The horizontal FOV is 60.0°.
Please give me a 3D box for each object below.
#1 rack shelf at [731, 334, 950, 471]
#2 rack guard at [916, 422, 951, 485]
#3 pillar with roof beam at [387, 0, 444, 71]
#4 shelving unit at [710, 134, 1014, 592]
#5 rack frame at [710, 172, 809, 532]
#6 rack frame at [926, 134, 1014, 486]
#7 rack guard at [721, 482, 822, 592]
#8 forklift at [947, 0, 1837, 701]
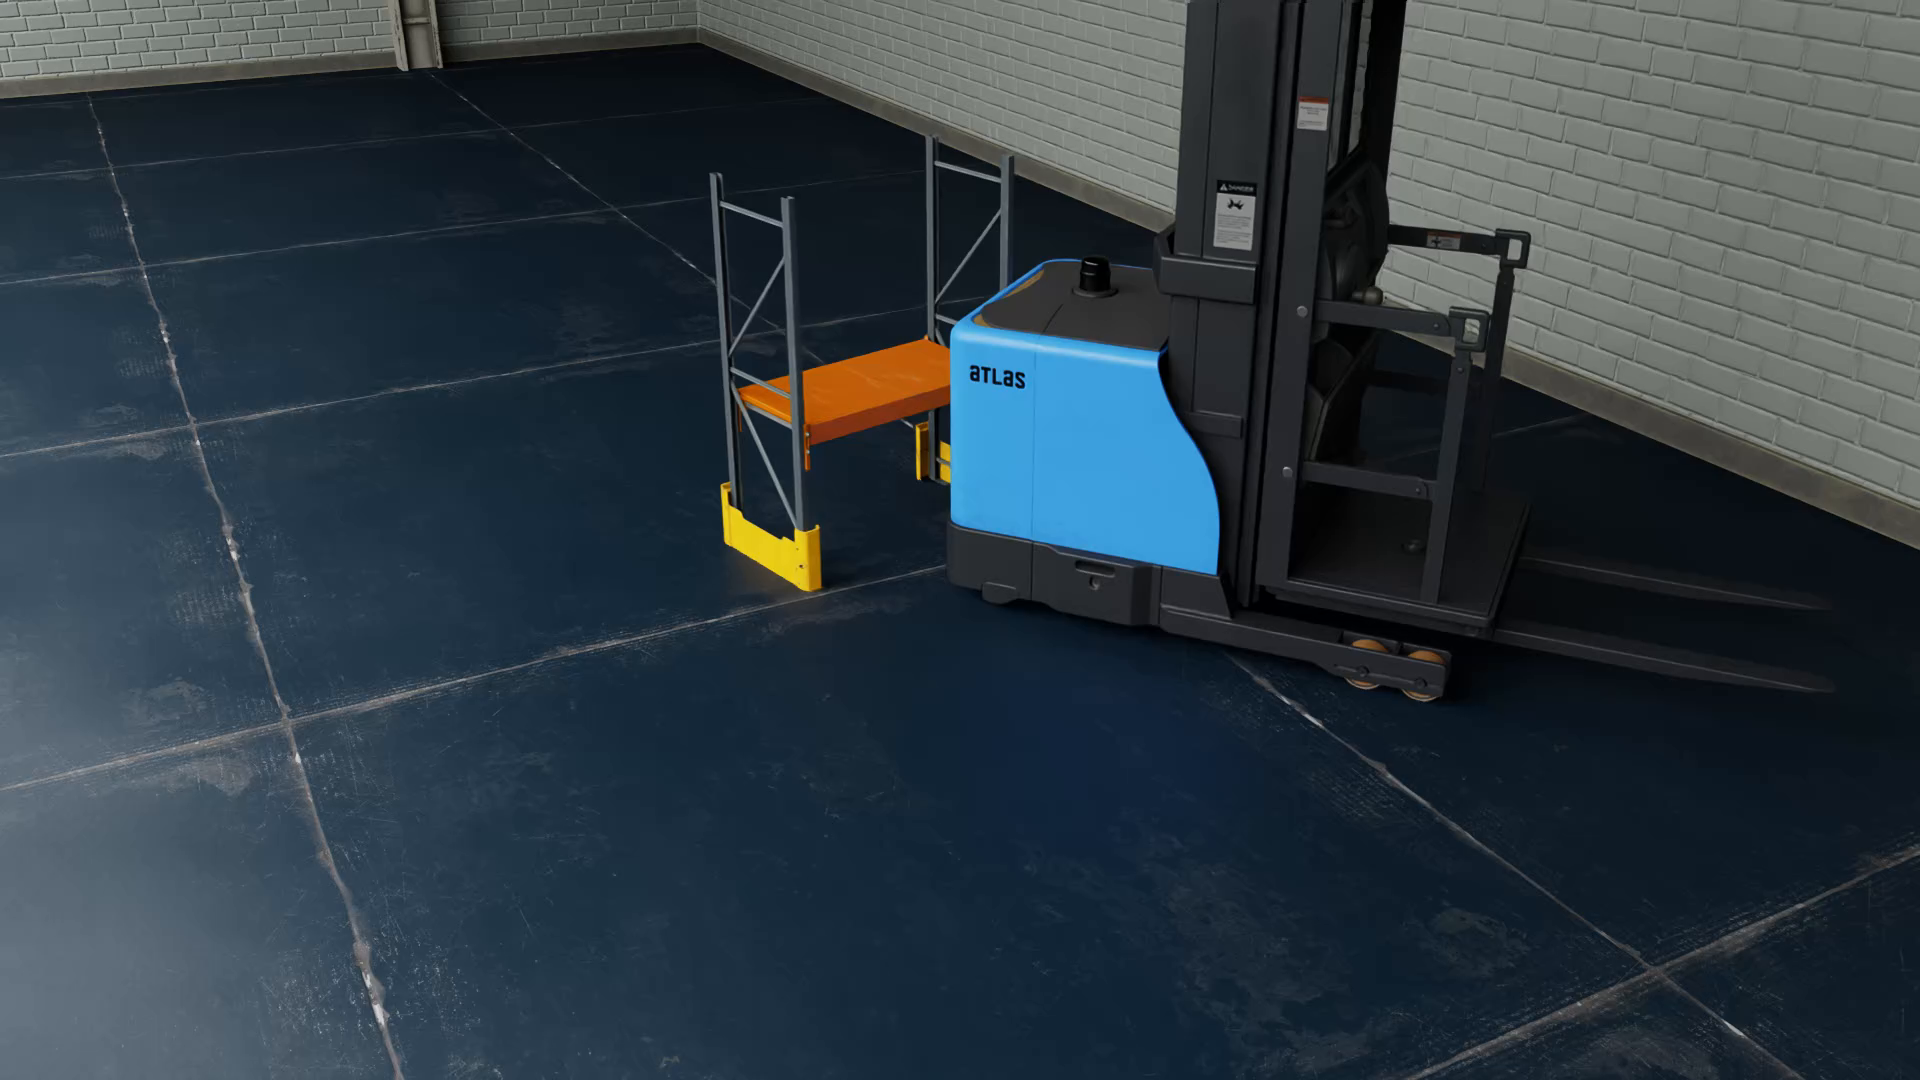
[{"bbox_3d":[-0.353,-0.563,6.605,1.000,0.185,0.538,-20,32,-36],"label":"rack shelf"},{"bbox_3d":[0.020,-0.298,7.082,0.087,0.250,0.587,-20,32,-36],"label":"rack guard"},{"bbox_3d":[-3.352,-7.126,11.195,0.400,9.000,9.100,-13,29,-25],"label":"pillar with roof beam"},{"bbox_3d":[-0.360,-0.723,6.522,1.083,1.500,0.587,-20,32,-36],"label":"shelving unit"},{"bbox_3d":[-0.742,-0.583,6.232,0.032,1.500,0.500,-20,32,-36],"label":"rack frame"},{"bbox_3d":[0.035,-0.867,6.823,0.032,1.500,0.500,-20,32,-36],"label":"rack frame"},{"bbox_3d":[-0.741,-0.020,6.503,0.087,0.250,0.587,-20,32,-36],"label":"rack guard"},{"bbox_3d":[1.513,-1.039,5.527,3.031,2.935,1.130,11,28,22],"label":"forklift"}]
